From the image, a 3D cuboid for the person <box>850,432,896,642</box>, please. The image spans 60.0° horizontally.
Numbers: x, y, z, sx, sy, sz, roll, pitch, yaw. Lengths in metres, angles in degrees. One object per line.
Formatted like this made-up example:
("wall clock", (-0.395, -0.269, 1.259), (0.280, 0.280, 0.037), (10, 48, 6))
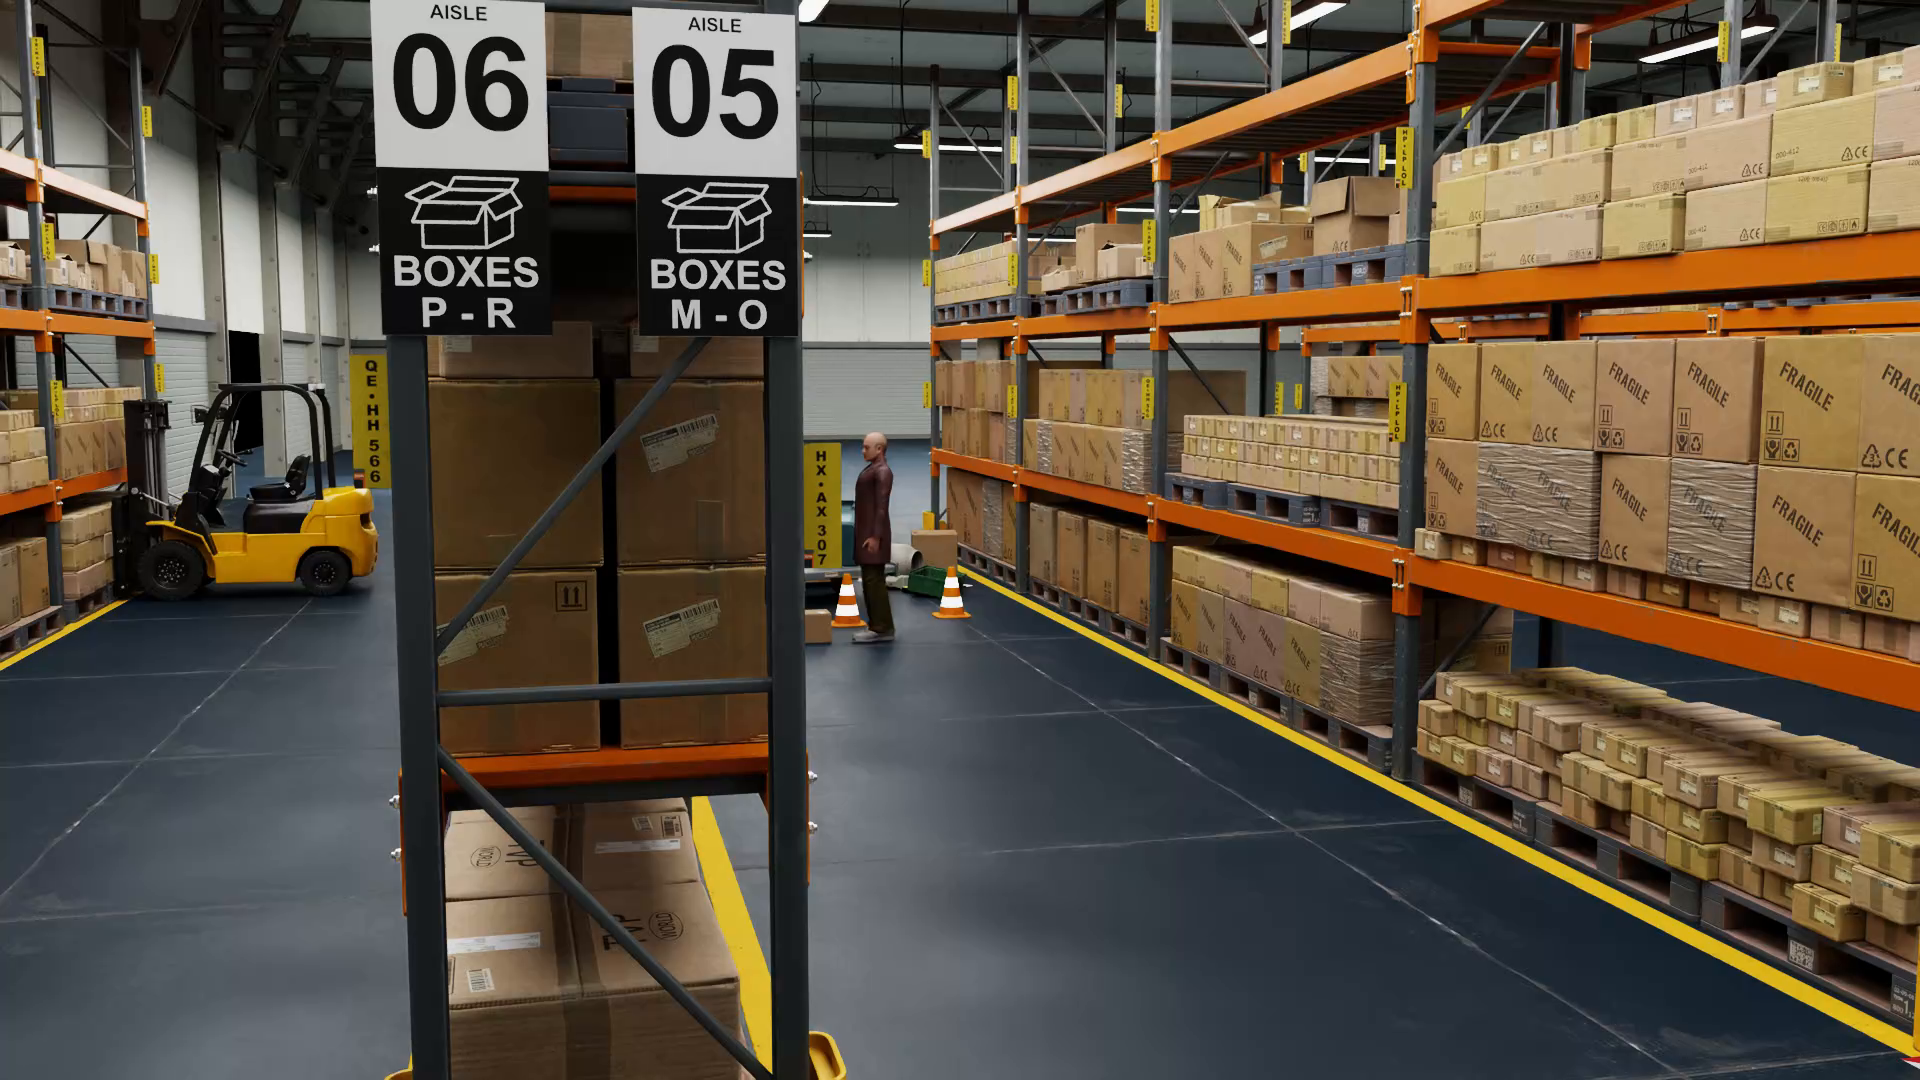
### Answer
("person", (-0.741, -0.018, 14.182), (0.399, 1.797, 0.563), (-1, 6, -12))
